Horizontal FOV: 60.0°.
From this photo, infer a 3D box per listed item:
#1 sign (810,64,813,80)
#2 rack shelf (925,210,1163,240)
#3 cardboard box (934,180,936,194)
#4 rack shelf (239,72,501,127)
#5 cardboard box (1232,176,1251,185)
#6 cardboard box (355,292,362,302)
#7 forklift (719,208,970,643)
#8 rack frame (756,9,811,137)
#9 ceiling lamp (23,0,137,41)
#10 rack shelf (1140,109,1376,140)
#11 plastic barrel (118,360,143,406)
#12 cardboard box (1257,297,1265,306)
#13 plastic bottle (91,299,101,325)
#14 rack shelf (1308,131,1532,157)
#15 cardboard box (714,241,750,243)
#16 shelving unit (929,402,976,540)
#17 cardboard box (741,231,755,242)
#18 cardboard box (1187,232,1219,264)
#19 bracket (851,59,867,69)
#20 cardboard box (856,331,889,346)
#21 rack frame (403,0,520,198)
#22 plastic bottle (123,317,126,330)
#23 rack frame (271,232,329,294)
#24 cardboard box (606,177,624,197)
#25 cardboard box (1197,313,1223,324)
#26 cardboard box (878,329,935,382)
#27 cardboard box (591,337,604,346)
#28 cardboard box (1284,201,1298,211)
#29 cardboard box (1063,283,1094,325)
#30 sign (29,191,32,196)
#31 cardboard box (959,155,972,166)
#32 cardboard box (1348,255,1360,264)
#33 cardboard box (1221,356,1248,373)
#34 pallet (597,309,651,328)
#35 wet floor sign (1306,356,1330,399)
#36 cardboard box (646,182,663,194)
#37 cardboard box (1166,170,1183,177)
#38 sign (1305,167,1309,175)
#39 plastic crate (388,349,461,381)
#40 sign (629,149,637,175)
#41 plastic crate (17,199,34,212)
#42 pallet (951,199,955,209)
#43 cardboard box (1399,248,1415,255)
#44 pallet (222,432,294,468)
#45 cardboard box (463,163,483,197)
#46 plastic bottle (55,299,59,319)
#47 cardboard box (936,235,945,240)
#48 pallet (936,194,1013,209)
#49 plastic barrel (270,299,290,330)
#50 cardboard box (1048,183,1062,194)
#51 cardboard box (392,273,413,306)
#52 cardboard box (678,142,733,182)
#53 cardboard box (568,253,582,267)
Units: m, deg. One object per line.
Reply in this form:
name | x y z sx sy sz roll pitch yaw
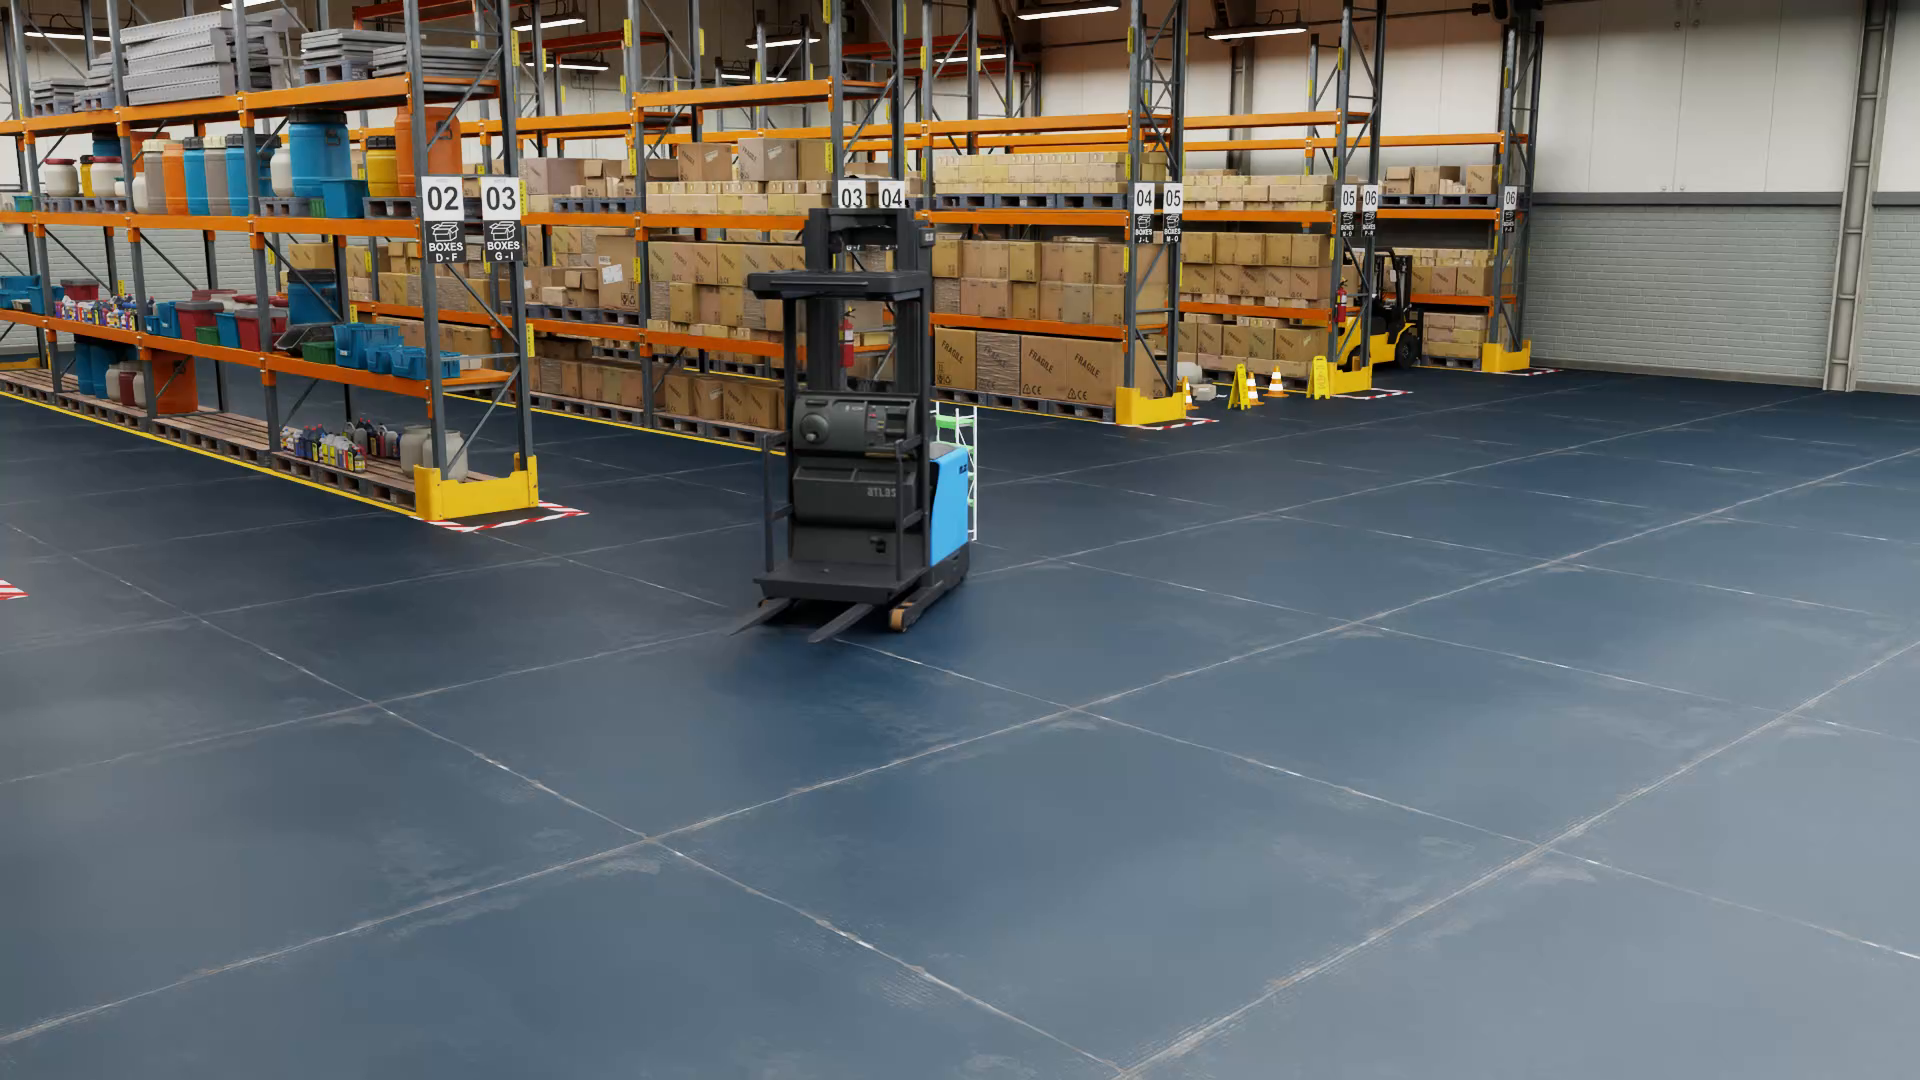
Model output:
sign | -2.513 -7.834 27.927 0.100 0.325 0.005 -11 16 -43
rack shelf | 1.232 -4.524 23.784 1.077 0.370 4.000 -11 16 -43
cardboard box | -0.386 -5.480 25.686 0.258 0.266 0.396 -11 16 -43
rack shelf | -6.008 -4.430 16.888 1.077 0.370 4.000 -11 16 -43
cardboard box | 4.593 -5.784 26.763 0.380 0.149 0.250 -10 16 -41
cardboard box | -9.957 -4.103 28.017 0.380 0.149 0.250 -10 16 -41
forklift | -0.825 -0.875 11.896 1.130 2.935 3.031 3 12 16
rack frame | -2.912 -7.221 27.659 1.000 3.000 0.127 -11 16 -43
ceiling lamp | -15.708 -10.623 29.708 2.000 3.185 0.800 -11 16 -43
rack shelf | 4.742 -6.696 26.901 1.077 0.370 4.000 -11 16 -43
plastic barrel | -11.281 -2.174 22.967 0.600 0.588 0.708 -11 16 -43
cardboard box | 5.019 -3.873 26.901 0.380 0.149 0.250 -11 16 -42
plastic bottle | -11.828 -3.134 22.810 0.144 0.351 0.185 -11 16 -43
rack shelf | 8.330 -7.194 30.301 1.077 0.370 4.000 -11 16 -43
cardboard box | -2.950 -3.607 21.521 0.500 0.500 0.500 -11 16 -43
shelving unit | -0.114 -0.612 14.908 0.258 1.200 0.503 -11 16 -43
cardboard box | -4.439 -6.509 36.346 0.500 0.500 0.500 11 16 44
cardboard box | 4.172 -4.839 27.500 0.700 0.500 0.500 -11 16 -44
bracket | -2.519 -11.957 41.728 0.235 0.232 0.430 -11 16 -43
cardboard box | -1.069 -2.390 19.703 0.380 0.149 0.250 -11 16 -43
rack frame | -4.626 -4.687 15.359 1.000 3.000 0.127 -11 16 -43
plastic bottle | -10.965 -2.871 21.907 0.097 0.201 0.097 0 12 0
rack frame | -12.093 -4.774 30.648 1.000 3.000 0.127 -11 16 -43
cardboard box | -4.528 -4.755 22.414 0.396 0.266 0.258 -10 15 -41
cardboard box | 4.160 -3.683 27.663 0.380 0.149 0.250 -10 15 -39
cardboard box | -0.643 -2.881 25.994 1.050 0.750 0.750 -11 16 -43
cardboard box | -6.906 -3.836 32.124 0.380 0.149 0.250 -11 16 -43
cardboard box | 5.320 -5.254 26.169 0.380 0.149 0.250 -10 15 -41
cardboard box | 1.928 -3.314 23.189 0.875 0.550 0.550 -11 16 -43
sign | -15.289 -5.580 27.389 0.100 0.325 0.005 -11 16 -43
cardboard box | 0.208 -5.516 24.173 0.380 0.149 0.250 -11 16 -43
cardboard box | 7.475 -5.261 31.158 0.380 0.149 0.250 -10 16 -41
cardboard box | 4.653 -2.911 27.382 0.500 0.250 0.500 11 16 43
pallet | -4.229 -3.060 22.807 1.003 0.211 1.213 -11 16 -43
wet floor sign | 5.481 -2.490 25.396 0.267 0.644 0.232 -5 13 -23
cardboard box | -3.805 -4.523 21.381 0.250 0.149 0.380 11 16 44
cardboard box | 4.510 -7.312 34.001 0.500 0.500 0.500 -11 16 -42
sign | 6.563 -6.895 31.450 0.100 0.325 0.005 -11 16 -43
plastic crate | -5.188 -1.707 16.131 0.499 0.251 0.616 -11 16 -43
sign | -4.205 -4.860 21.375 0.100 0.325 0.005 -11 16 -43
plastic crate | -13.425 -4.885 24.279 0.450 0.188 0.662 -11 16 -43
pallet | 0.116 -6.450 31.821 1.213 0.211 1.003 -10 15 -40
cardboard box | 8.247 -5.270 30.465 0.380 0.149 0.250 -11 16 -42
pallet | -7.959 -1.076 19.609 1.003 0.211 1.213 -11 16 -43
cardboard box | -7.042 -5.410 25.009 0.797 0.503 0.637 -10 15 -39
plastic bottle | -12.969 -3.330 23.928 0.061 0.283 0.133 -11 16 -43
cardboard box | -0.308 -5.638 32.120 0.500 0.500 0.500 -11 16 -42
pallet | 0.408 -5.004 24.550 1.003 0.211 1.213 -11 16 -43
plastic barrel | -7.891 -2.569 19.610 0.433 0.535 0.433 0 12 0
cardboard box | 1.435 -4.866 22.995 0.380 0.149 0.250 -11 16 -43
cardboard box | -8.846 -4.064 26.954 0.500 0.500 0.500 -11 16 -42
cardboard box | -3.311 -4.901 21.608 0.500 0.500 0.500 11 16 43
cardboard box | -7.253 -5.319 32.312 0.500 0.500 0.500 11 16 44
